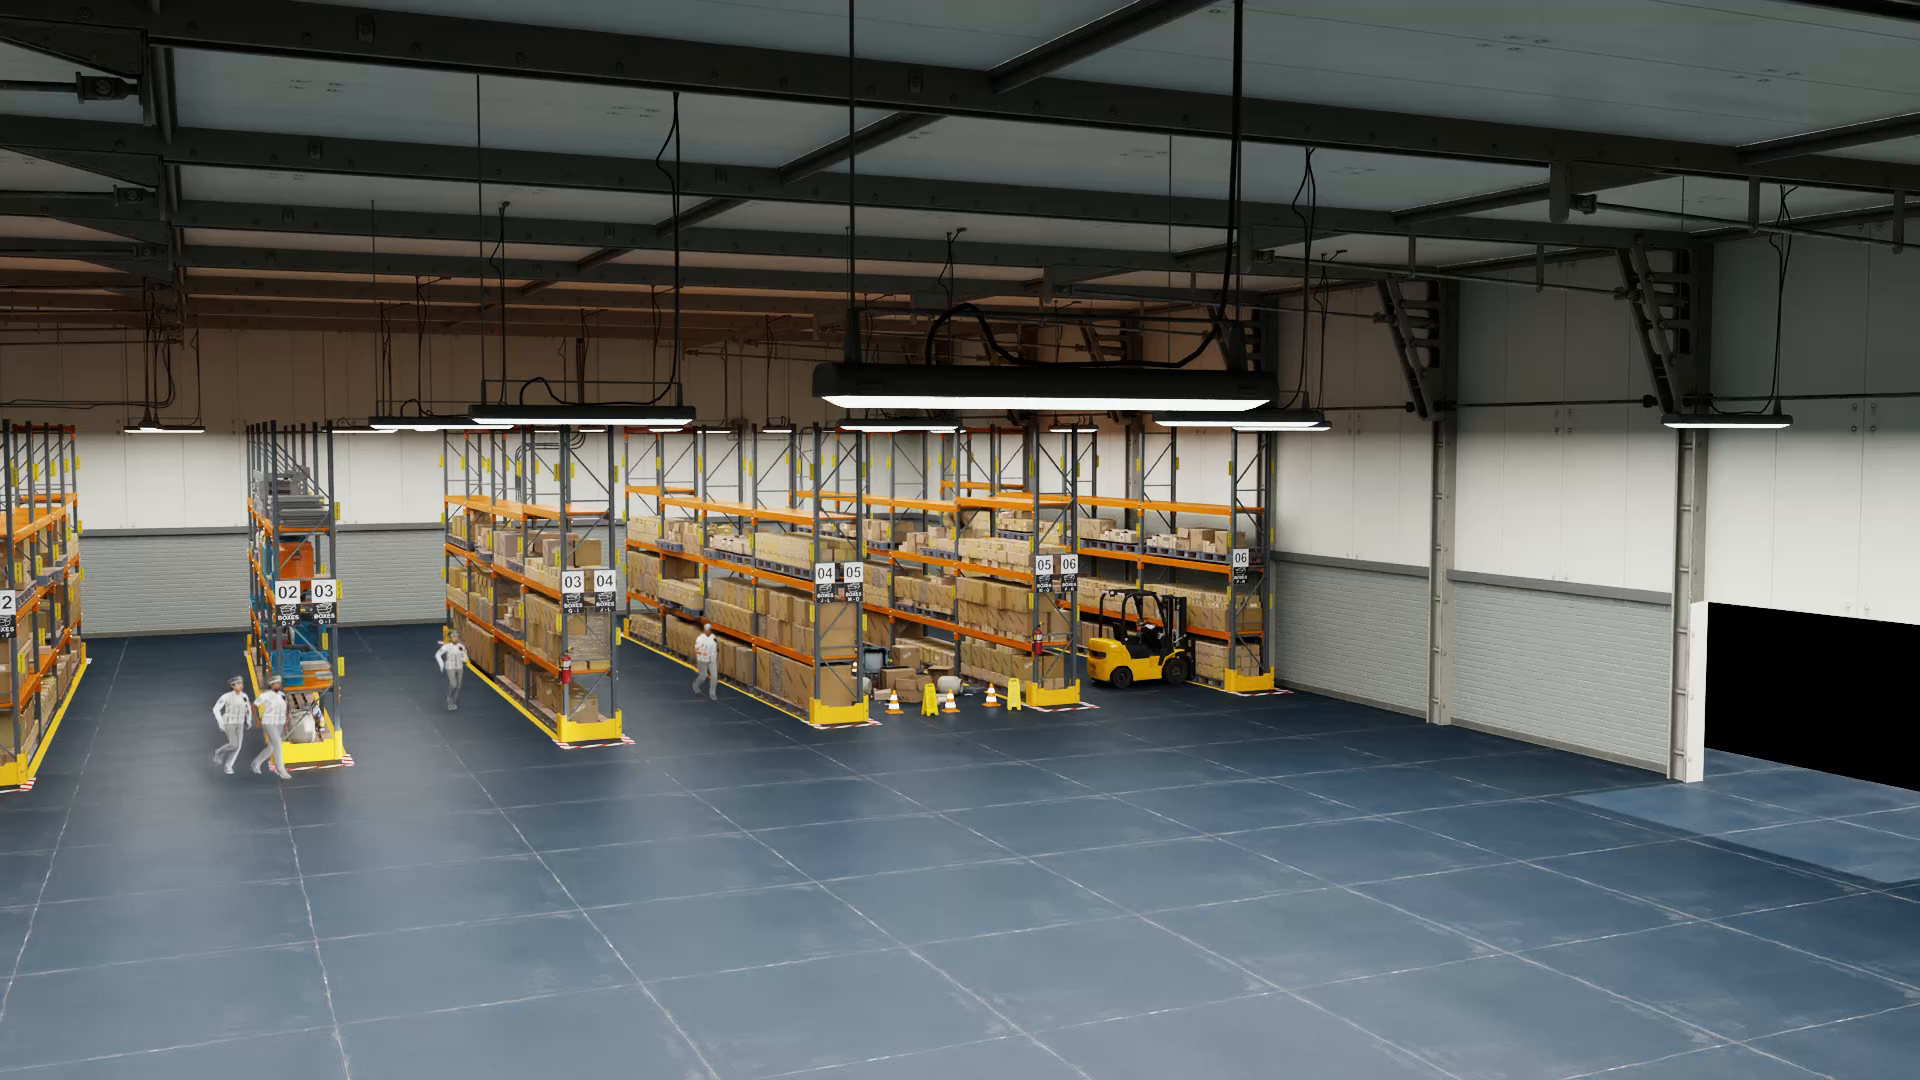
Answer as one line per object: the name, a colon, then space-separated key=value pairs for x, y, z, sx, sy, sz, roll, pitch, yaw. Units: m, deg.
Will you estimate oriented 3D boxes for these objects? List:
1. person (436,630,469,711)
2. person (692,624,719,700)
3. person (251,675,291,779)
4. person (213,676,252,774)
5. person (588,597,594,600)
person: x=-10.517 y=2.714 z=34.592 sx=0.582 sy=1.690 sz=0.658 roll=-3 pitch=4 yaw=-37
person: x=-5.540 y=2.635 z=36.274 sx=0.592 sy=1.652 sz=0.886 roll=-2 pitch=4 yaw=-34
person: x=-11.504 y=3.126 z=27.977 sx=0.837 sy=1.687 sz=0.603 roll=1 pitch=4 yaw=22
person: x=-12.380 y=3.135 z=28.403 sx=0.516 sy=1.620 sz=0.650 roll=3 pitch=4 yaw=37
person: x=-10.615 y=2.025 z=46.760 sx=0.603 sy=1.537 sz=0.545 roll=1 pitch=4 yaw=9
